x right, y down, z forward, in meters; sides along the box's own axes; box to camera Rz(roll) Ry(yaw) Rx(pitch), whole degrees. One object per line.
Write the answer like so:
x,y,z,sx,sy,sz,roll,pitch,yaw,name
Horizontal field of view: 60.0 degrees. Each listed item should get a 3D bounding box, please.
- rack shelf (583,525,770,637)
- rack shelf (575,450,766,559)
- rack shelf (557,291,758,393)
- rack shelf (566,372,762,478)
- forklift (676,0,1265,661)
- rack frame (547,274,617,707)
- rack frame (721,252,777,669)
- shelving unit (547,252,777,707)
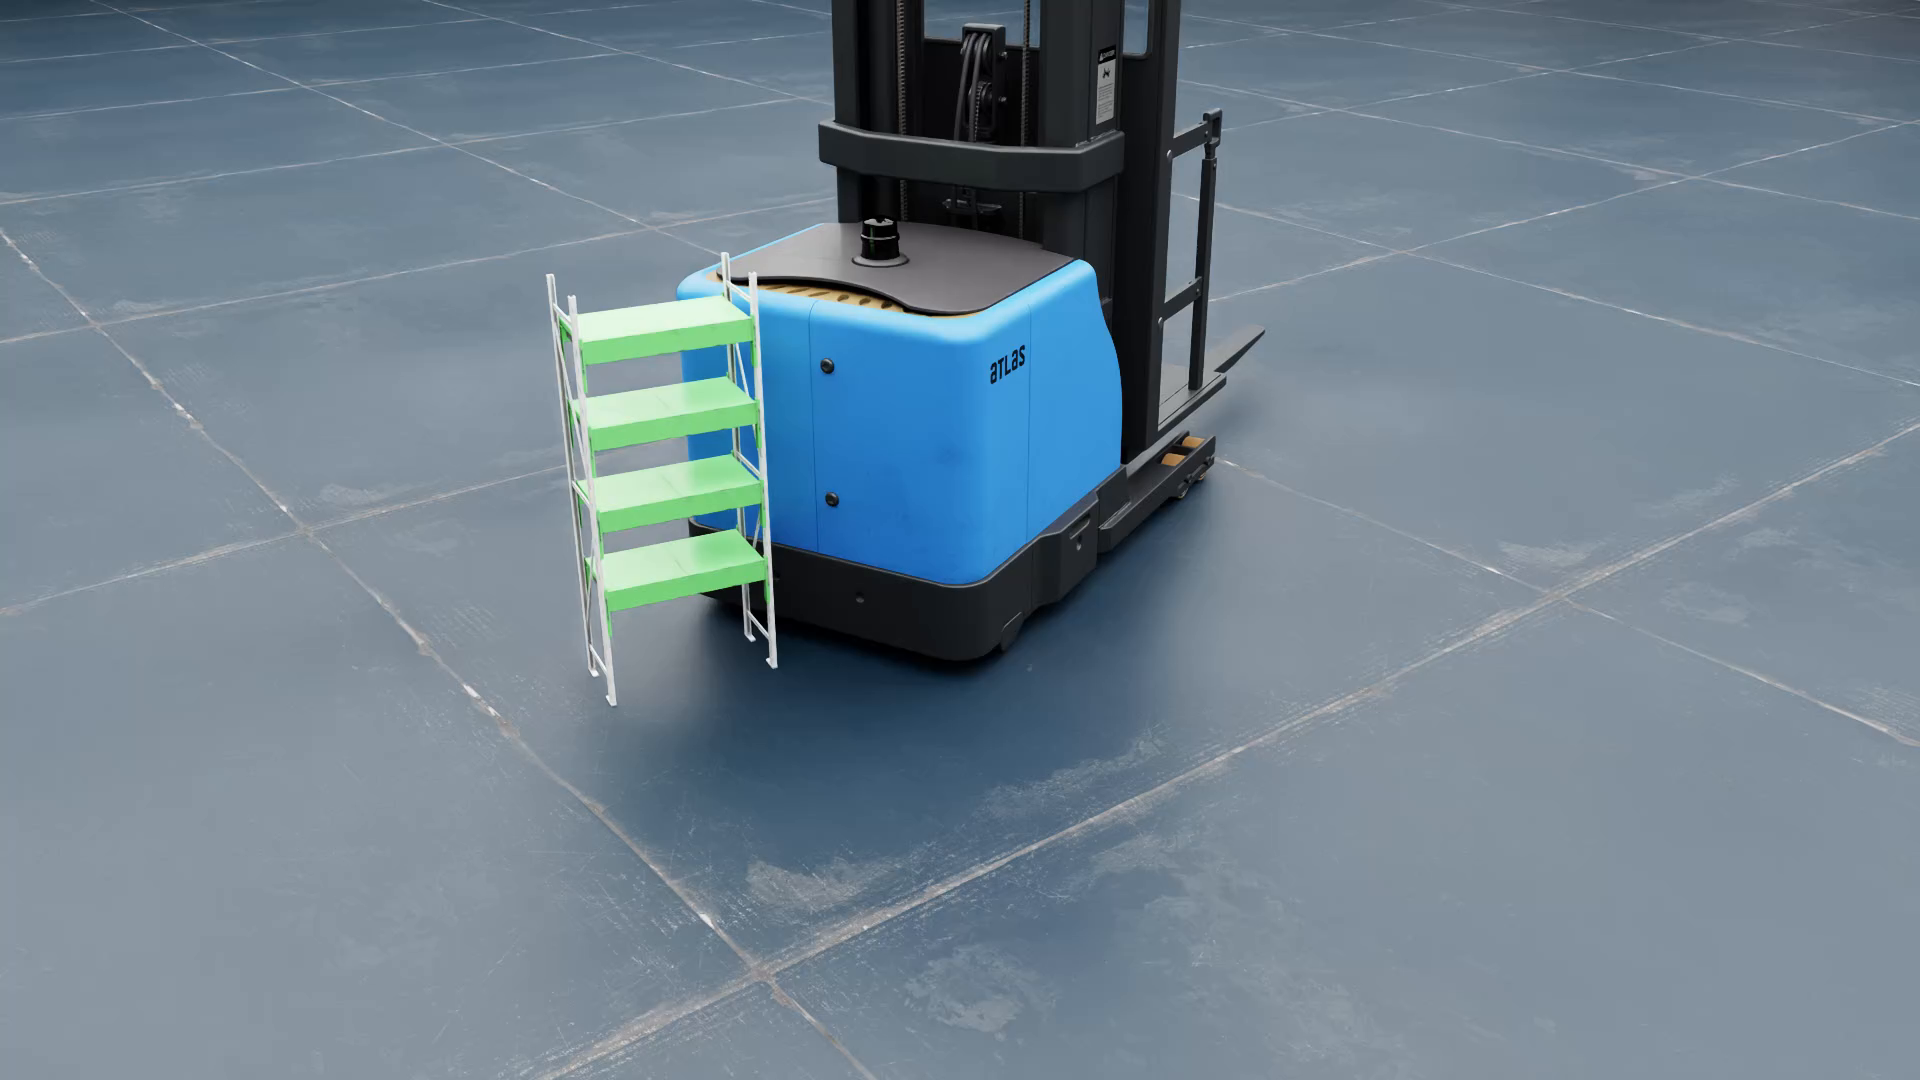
-0.820,0.113,4.804,0.480,0.148,0.258,-12,27,-24,rack shelf
-0.820,-0.105,4.703,0.480,0.148,0.258,-12,27,-24,rack shelf
-0.820,-0.541,4.501,0.480,0.148,0.258,-12,27,-24,rack shelf
-0.820,-0.323,4.602,0.480,0.148,0.258,-12,27,-24,rack shelf
0.303,-1.562,5.634,1.130,2.935,3.031,13,28,26,forklift
-1.038,-0.117,4.576,0.015,1.200,0.240,-12,27,-24,rack frame
-0.603,-0.209,4.776,0.015,1.200,0.240,-12,27,-24,rack frame
-0.820,-0.163,4.676,0.503,1.200,0.258,-12,27,-24,shelving unit
